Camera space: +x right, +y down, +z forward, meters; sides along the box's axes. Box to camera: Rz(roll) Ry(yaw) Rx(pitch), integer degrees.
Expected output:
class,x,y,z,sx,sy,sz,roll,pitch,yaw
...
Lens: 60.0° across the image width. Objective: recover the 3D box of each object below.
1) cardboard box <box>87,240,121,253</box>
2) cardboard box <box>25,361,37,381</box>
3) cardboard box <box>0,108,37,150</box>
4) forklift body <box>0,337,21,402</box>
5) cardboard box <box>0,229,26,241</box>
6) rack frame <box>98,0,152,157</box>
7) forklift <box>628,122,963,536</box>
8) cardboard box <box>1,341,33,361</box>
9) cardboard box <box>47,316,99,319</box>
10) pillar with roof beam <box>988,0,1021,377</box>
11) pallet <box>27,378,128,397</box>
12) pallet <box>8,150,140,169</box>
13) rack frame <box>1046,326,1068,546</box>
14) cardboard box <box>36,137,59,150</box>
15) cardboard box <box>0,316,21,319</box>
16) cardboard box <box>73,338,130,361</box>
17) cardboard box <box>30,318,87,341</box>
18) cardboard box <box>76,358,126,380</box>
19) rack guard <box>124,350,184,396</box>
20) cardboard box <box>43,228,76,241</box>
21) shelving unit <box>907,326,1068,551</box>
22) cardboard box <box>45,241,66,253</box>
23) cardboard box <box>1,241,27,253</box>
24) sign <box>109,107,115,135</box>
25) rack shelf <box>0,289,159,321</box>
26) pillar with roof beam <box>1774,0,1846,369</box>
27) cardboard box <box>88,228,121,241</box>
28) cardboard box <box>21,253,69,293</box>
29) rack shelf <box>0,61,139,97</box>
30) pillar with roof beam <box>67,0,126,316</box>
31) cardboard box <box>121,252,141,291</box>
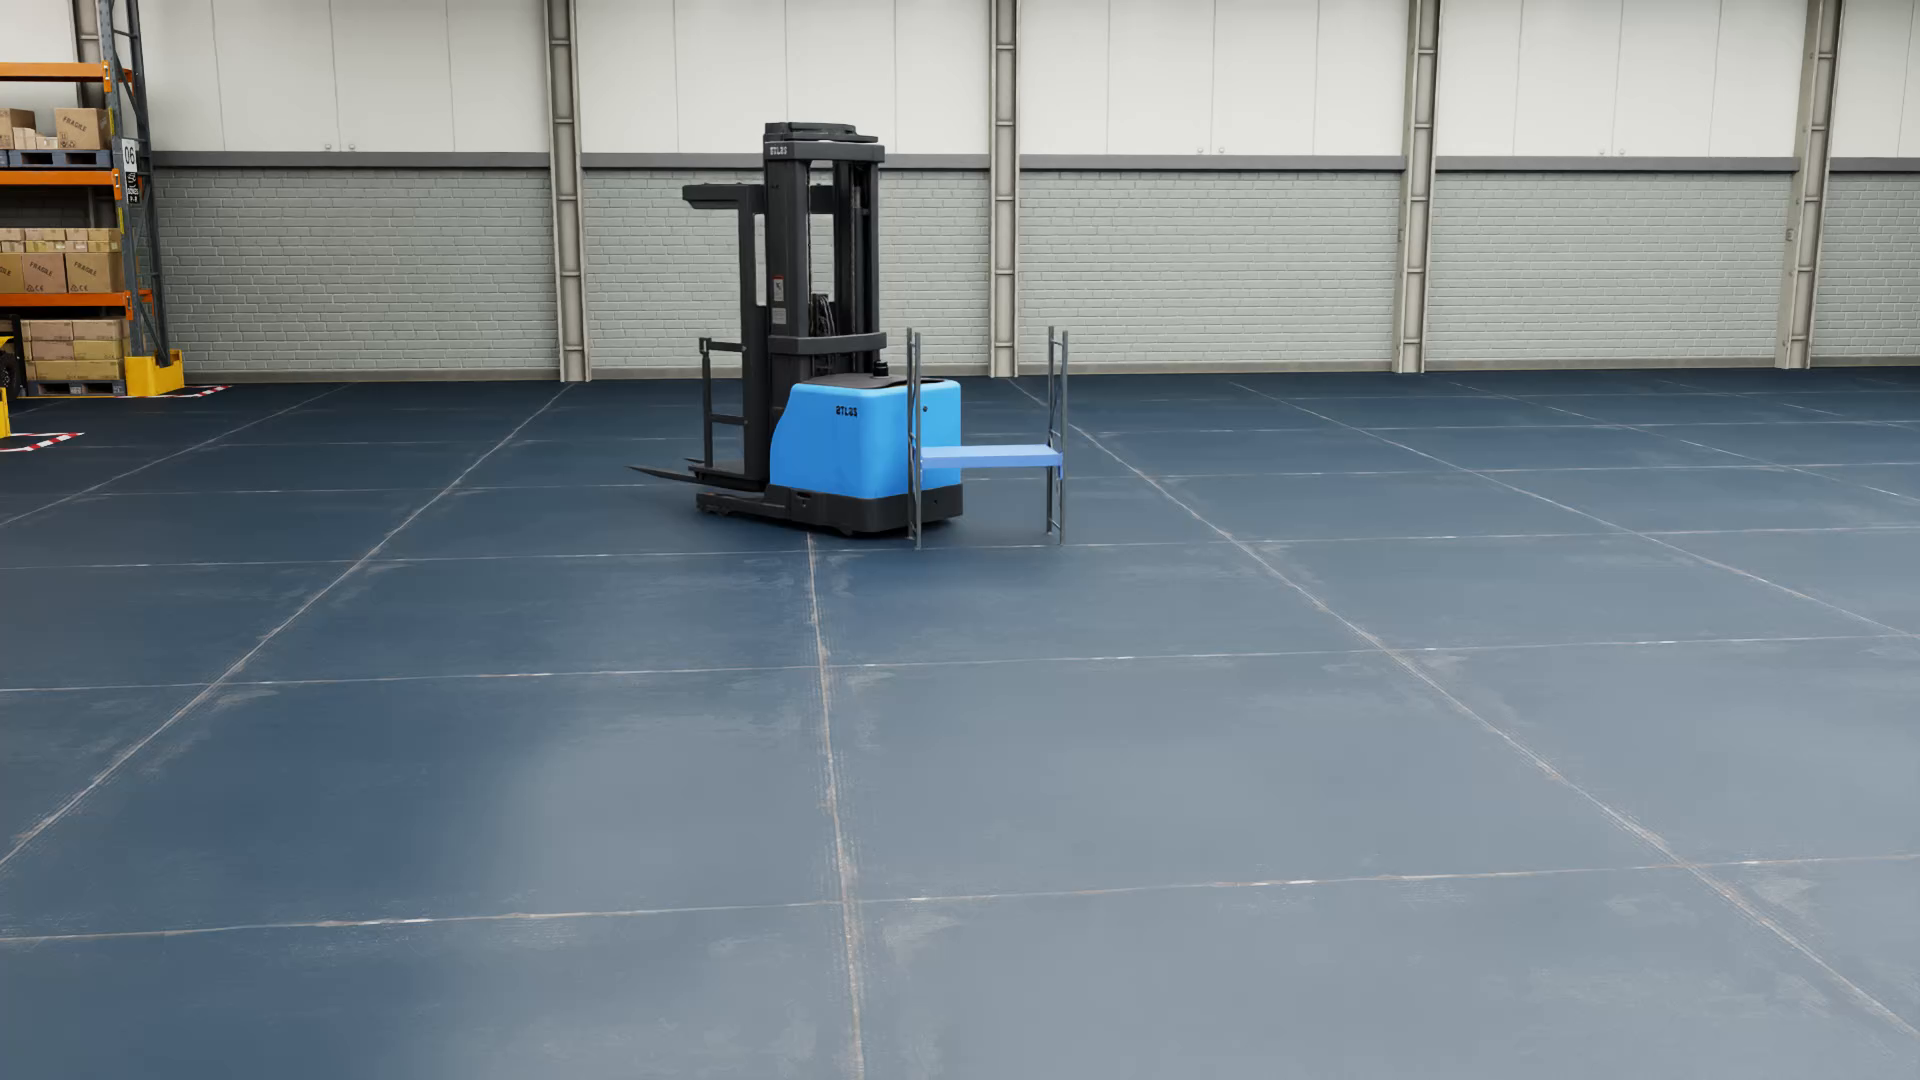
class,x,y,z,sx,sy,sz,roll,pitch,yaw
cardboard box,-10.840,-3.718,21.065,0.250,0.149,0.380,-1,11,-5
cardboard box,-11.952,-2.181,21.227,0.500,0.250,0.500,-1,11,-5
cardboard box,-11.968,-5.130,20.803,0.500,0.500,0.700,-1,11,-6
forklift body,-12.214,-2.606,19.549,1.214,2.155,2.313,-1,11,-6
cardboard box,-11.861,-3.838,20.903,0.250,0.149,0.380,-1,11,-5
rack frame,-10.526,-6.356,20.869,0.127,3.000,1.000,-1,11,-6
forklift,-1.411,-1.683,12.829,3.031,2.935,1.130,10,15,41
cardboard box,-11.987,-2.421,21.150,0.500,0.250,0.500,-1,11,-7
cardboard box,-11.520,-2.775,21.653,0.500,0.250,0.500,-1,11,-6
pillar with roof beam,1.080,-5.938,18.747,0.400,9.000,9.100,-1,11,-6
pallet,-11.281,-2.020,21.595,1.213,0.211,1.003,-1,11,-6
pallet,-11.231,-4.831,21.117,1.213,0.211,1.003,-1,11,-6
rack frame,0.684,-0.741,11.747,0.032,1.500,0.500,-2,11,-9
cardboard box,-11.317,-4.940,20.748,0.250,0.149,0.380,-2,11,-8
cardboard box,-12.529,-2.757,21.563,0.500,0.250,0.500,-1,11,-7
cardboard box,-10.976,-2.444,21.268,0.500,0.250,0.500,-1,11,-7
cardboard box,-11.457,-2.678,21.163,0.500,0.250,0.500,-1,11,-5
cardboard box,-10.959,-2.199,21.314,0.500,0.250,0.500,-1,11,-6
rack guard,-10.502,-2.186,21.691,0.348,0.500,1.175,-1,11,-6
cardboard box,-11.358,-3.856,20.993,0.250,0.149,0.380,-1,11,-5
shelving unit,0.182,-0.725,11.670,1.048,1.500,0.538,-2,11,-9
cardboard box,-11.356,-3.714,21.042,0.250,0.149,0.380,-1,11,-5
cardboard box,-11.864,-3.696,20.952,0.250,0.149,0.380,-2,11,-8
sign,-10.481,-5.175,20.550,0.005,0.325,0.100,-1,11,-6
rack shelf,-12.514,-3.017,21.305,4.000,0.370,1.077,-1,11,-6
pillar with roof beam,13.009,-6.188,20.018,0.400,9.000,9.100,-1,11,-6
cardboard box,-10.859,-3.877,21.103,0.250,0.149,0.380,-1,11,-6
cardboard box,-11.503,-3.391,21.084,0.500,0.500,0.500,-1,11,-4
rack shelf,-12.514,-5.765,20.765,4.000,0.370,1.077,-1,11,-6
pillar with roof beam,-10.850,-5.688,17.475,0.400,9.000,9.100,-1,11,-6
cardboard box,-11.048,-3.504,21.657,0.500,0.500,0.500,-1,11,-4
